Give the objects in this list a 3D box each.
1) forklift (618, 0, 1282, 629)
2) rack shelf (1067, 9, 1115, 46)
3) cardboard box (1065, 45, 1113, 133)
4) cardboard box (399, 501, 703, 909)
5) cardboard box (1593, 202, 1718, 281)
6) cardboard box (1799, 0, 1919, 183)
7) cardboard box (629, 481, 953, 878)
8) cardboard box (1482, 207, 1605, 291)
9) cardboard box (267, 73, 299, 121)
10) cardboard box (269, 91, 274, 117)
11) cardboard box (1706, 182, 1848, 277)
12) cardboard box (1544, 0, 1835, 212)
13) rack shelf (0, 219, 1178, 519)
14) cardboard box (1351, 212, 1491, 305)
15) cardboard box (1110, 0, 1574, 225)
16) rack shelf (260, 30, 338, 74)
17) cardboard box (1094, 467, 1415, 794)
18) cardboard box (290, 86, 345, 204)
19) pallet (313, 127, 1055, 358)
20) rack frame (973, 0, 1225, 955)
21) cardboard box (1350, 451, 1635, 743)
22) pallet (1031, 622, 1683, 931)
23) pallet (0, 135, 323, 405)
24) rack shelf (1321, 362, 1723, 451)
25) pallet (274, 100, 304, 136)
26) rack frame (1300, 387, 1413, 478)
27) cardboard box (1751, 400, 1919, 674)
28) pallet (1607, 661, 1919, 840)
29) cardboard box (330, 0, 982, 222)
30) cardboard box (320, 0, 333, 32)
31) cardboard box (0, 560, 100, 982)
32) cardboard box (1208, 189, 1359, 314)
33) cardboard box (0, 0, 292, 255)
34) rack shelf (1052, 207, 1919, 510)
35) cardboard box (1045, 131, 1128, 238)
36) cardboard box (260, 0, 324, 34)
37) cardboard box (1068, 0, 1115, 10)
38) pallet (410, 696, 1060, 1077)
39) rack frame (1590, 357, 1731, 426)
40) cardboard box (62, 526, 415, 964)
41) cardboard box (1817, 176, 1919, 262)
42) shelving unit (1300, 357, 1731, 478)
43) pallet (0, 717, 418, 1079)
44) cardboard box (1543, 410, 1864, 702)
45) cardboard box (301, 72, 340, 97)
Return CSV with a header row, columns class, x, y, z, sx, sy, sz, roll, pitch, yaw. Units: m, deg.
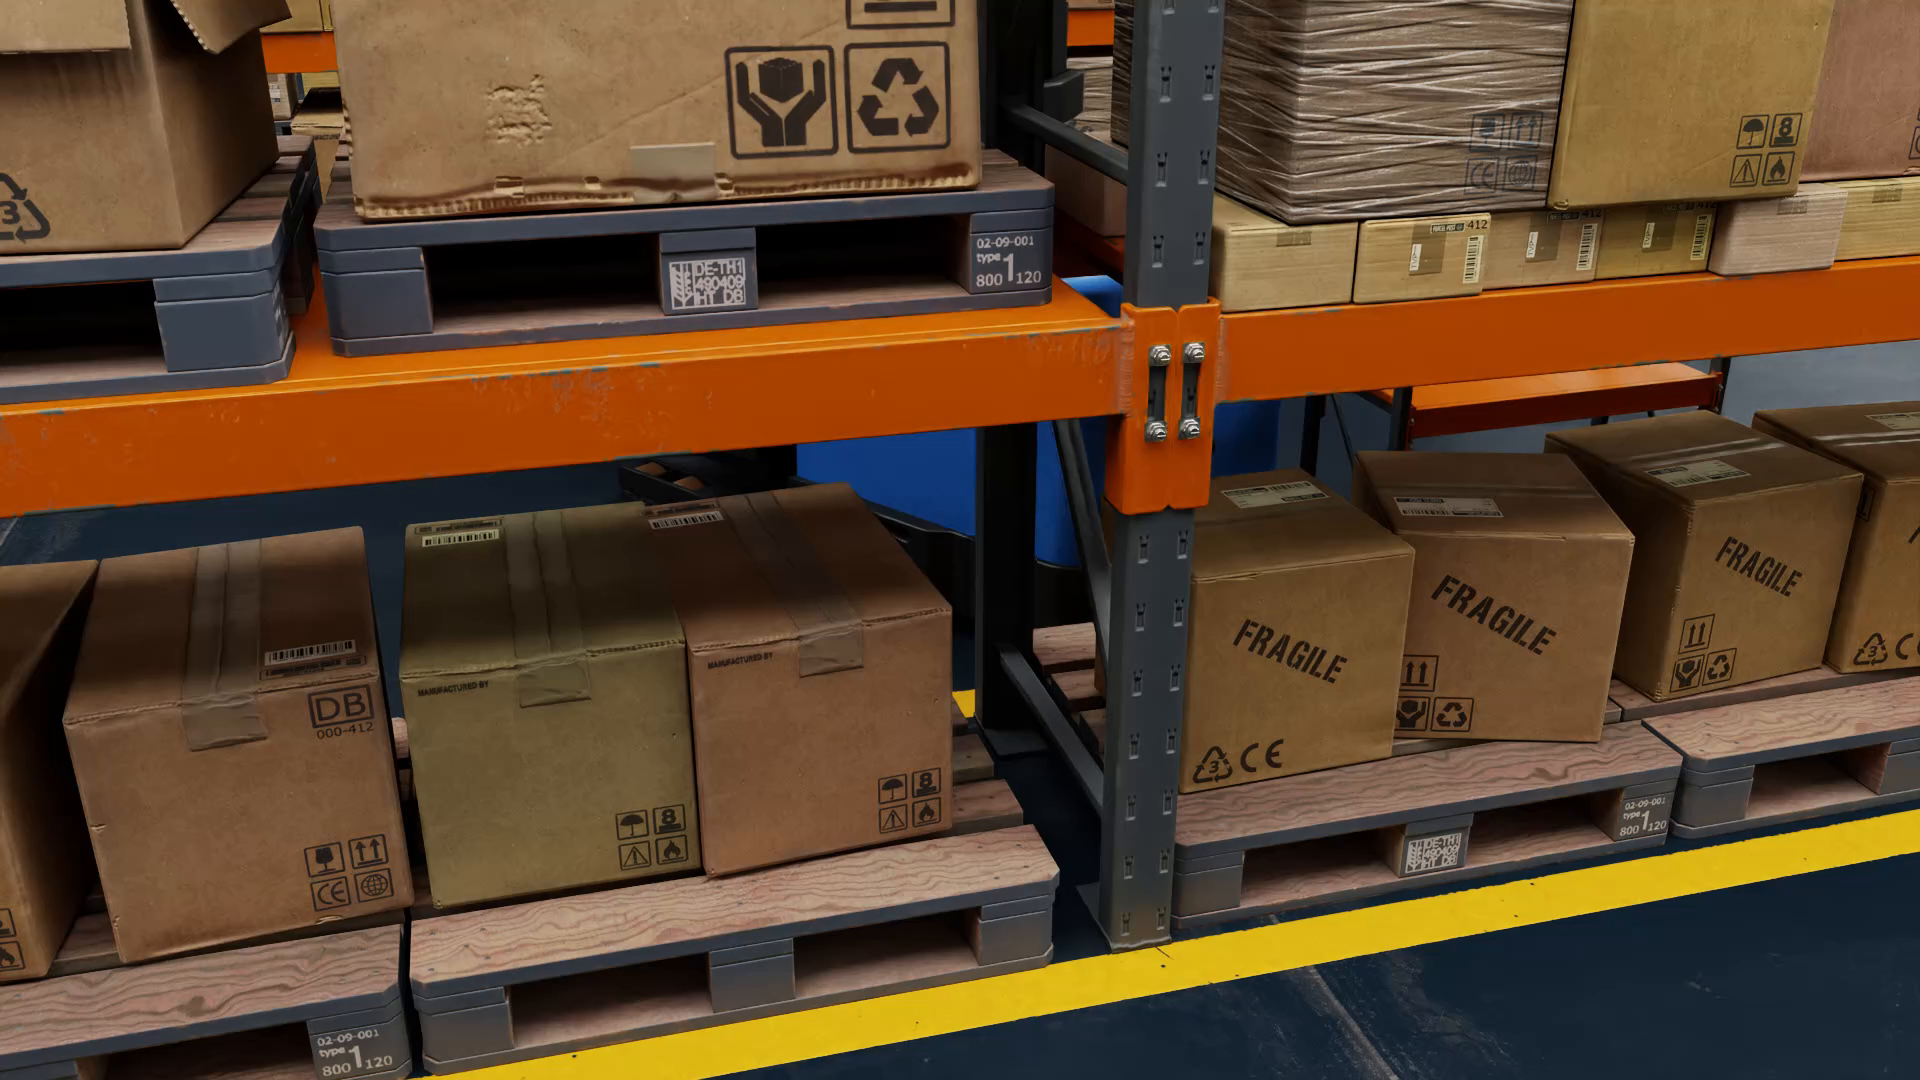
class,x,y,z,sx,sy,sz,roll,pitch,yaw
forklift,-0.480,-1.518,5.071,3.031,2.935,1.130,19,30,37
rack shelf,0.913,-2.523,8.238,4.000,0.370,1.077,-6,24,-14
cardboard box,0.478,-1.995,8.257,0.875,0.875,0.875,-6,24,-14
cardboard box,-0.832,0.301,3.357,0.500,0.500,0.700,-6,24,-15
cardboard box,1.234,-0.629,3.230,0.250,0.149,0.380,-6,24,-14
cardboard box,1.625,-1.085,3.471,0.500,0.500,0.875,-6,24,-14
cardboard box,-0.367,0.257,3.459,0.500,0.500,0.700,-8,25,-18
cardboard box,0.995,-0.599,3.160,0.250,0.149,0.380,-6,24,-14
cardboard box,-5.044,-3.206,11.719,0.625,0.372,0.950,-7,24,-15
cardboard box,-3.413,-1.499,7.259,0.750,0.750,1.050,-6,24,-14
cardboard box,1.485,-0.640,3.256,0.250,0.149,0.380,-6,24,-14
cardboard box,1.171,-0.994,3.258,0.500,0.500,0.875,-6,24,-14
rack shelf,-1.696,-0.203,2.832,4.000,0.370,1.077,-6,24,-14
cardboard box,0.762,-0.562,3.073,0.250,0.149,0.380,-6,24,-14
cardboard box,0.680,-0.954,3.165,0.500,0.500,0.875,-6,24,-14
rack shelf,-2.938,-2.097,7.245,4.000,0.370,1.077,-6,24,-14
cardboard box,0.626,0.182,3.660,0.500,0.500,0.500,-7,24,-16
cardboard box,-2.516,-1.598,7.491,0.750,0.750,1.050,-6,24,-14
pallet,-0.546,-0.632,3.163,1.213,0.211,1.003,-6,24,-14
rack frame,0.230,-0.747,3.186,0.127,3.000,1.000,-6,24,-14
cardboard box,1.175,0.118,3.809,0.500,0.500,0.500,1,23,3
pallet,0.867,0.450,3.934,1.213,0.211,1.003,-6,24,-14
pallet,-1.727,-0.459,2.759,1.213,0.211,1.003,-6,24,-14
rack shelf,1.587,-0.421,4.784,1.000,0.185,0.538,-7,24,-16
pallet,-4.373,-3.013,12.004,1.213,0.211,1.003,-6,24,-14
rack frame,1.102,-0.526,4.573,0.032,1.500,0.500,-7,24,-16
cardboard box,2.301,-0.021,4.132,0.500,0.500,0.500,-4,24,-9
pallet,2.044,0.318,4.240,1.213,0.211,1.003,-6,24,-14
cardboard box,-0.573,-1.184,2.912,1.000,1.000,1.000,-6,24,-14
cardboard box,-2.416,-2.422,6.963,0.500,0.500,0.500,-6,24,-14
cardboard box,-1.907,0.420,3.079,0.500,0.500,0.700,-4,24,-10
cardboard box,0.518,-0.540,3.023,0.250,0.149,0.380,-6,24,-14
cardboard box,-1.414,-0.767,2.571,0.637,0.503,0.797,-4,24,-9
rack shelf,2.155,-0.629,3.825,4.000,0.370,1.077,-6,24,-14
cardboard box,0.357,-0.766,3.549,0.250,0.149,0.380,-6,24,-14
cardboard box,-2.904,-2.367,6.835,0.500,0.500,0.500,-7,24,-15
cardboard box,0.414,-2.833,7.859,0.550,0.550,0.875,-6,24,-14
pallet,-0.520,0.618,3.541,1.213,0.211,1.003,-6,24,-14
rack frame,2.072,-0.646,4.854,0.032,1.500,0.500,-7,24,-16
cardboard box,-1.370,0.360,3.218,0.500,0.500,0.700,-8,25,-19
cardboard box,1.715,-0.682,3.355,0.250,0.149,0.380,-6,24,-14
shelving unit,1.579,-0.585,4.711,1.083,1.500,0.587,-7,24,-16
pallet,-1.696,0.750,3.235,1.213,0.211,1.003,-6,24,-14
cardboard box,1.752,0.022,4.033,0.500,0.500,0.500,-9,25,-19
cardboard box,-4.312,-3.285,11.902,0.625,0.372,0.950,-6,24,-13
